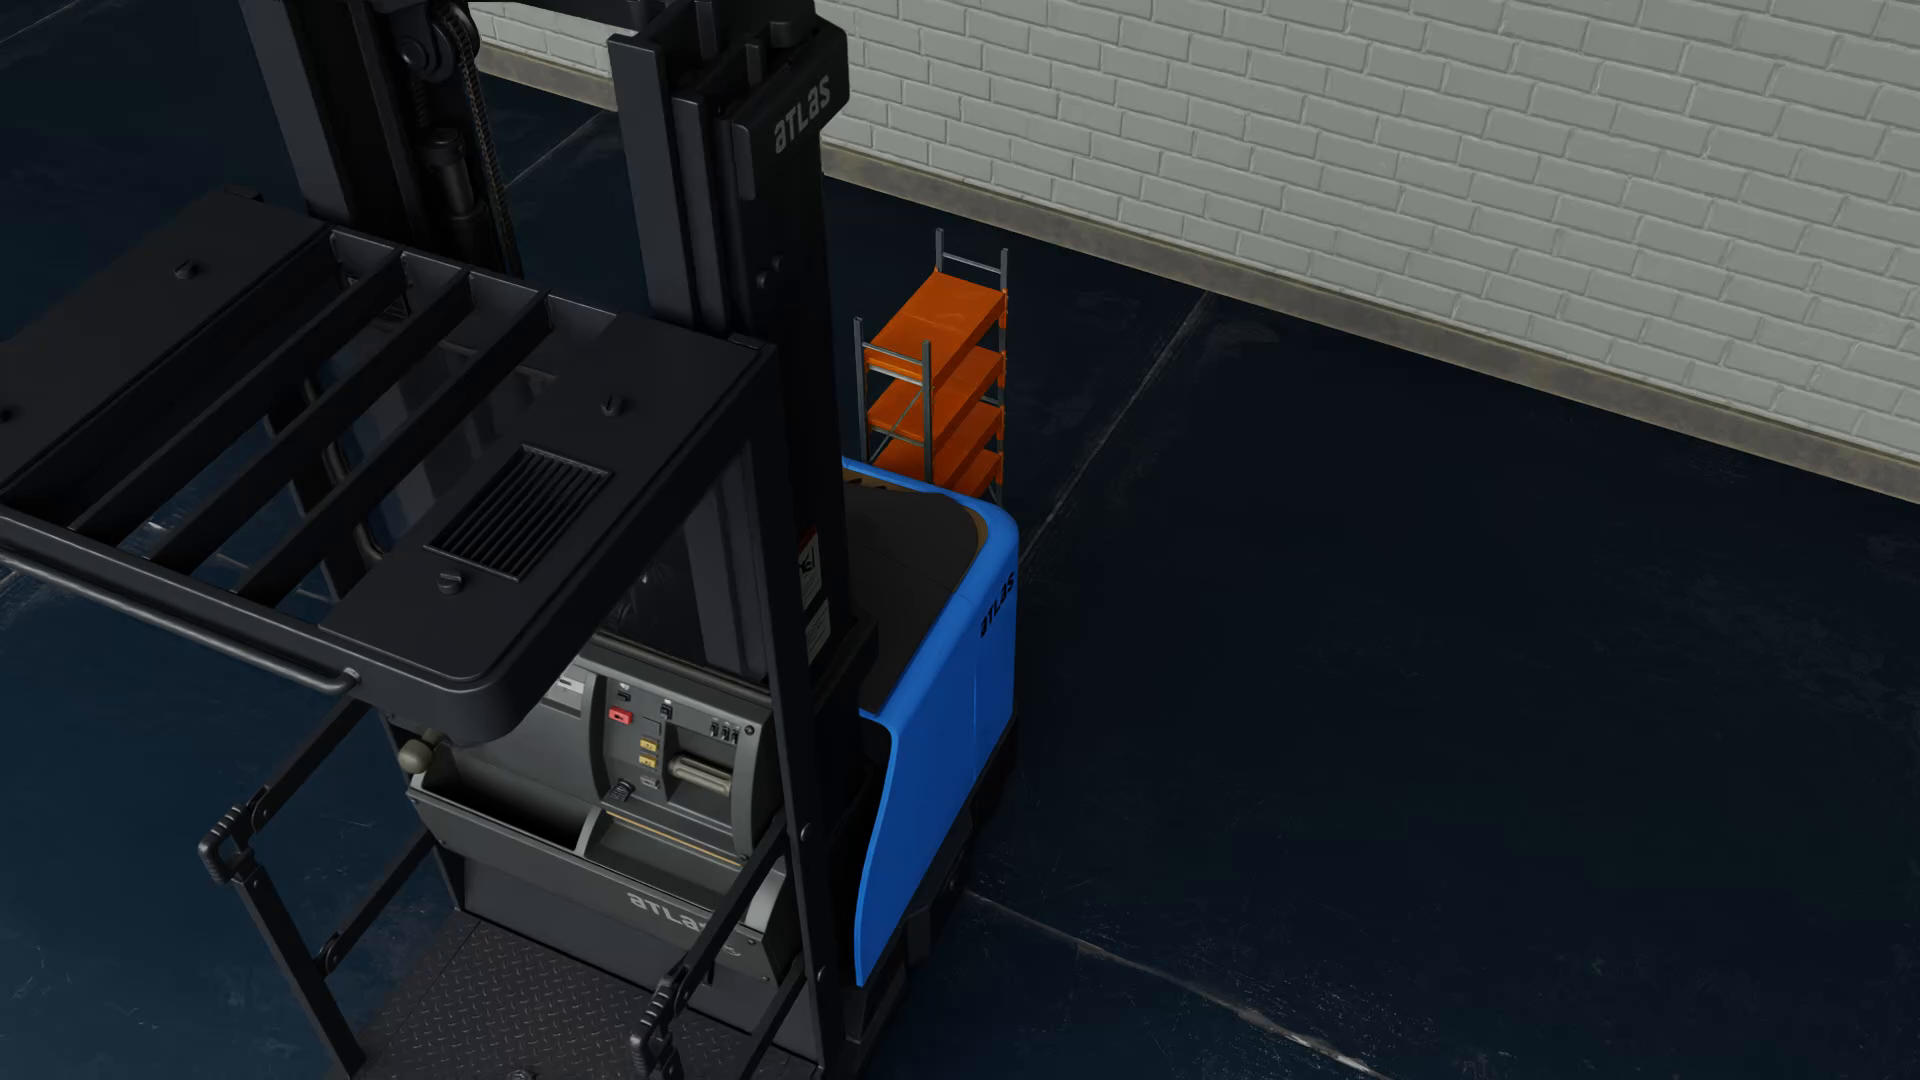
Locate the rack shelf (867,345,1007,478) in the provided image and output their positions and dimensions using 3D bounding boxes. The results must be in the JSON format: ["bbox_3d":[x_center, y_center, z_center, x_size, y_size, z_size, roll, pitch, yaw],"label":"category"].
[{"bbox_3d":[-0.077,-0.427,5.109,0.258,0.148,0.480,20,49,19],"label":"rack shelf"}]

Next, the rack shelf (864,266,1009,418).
[{"bbox_3d":[-0.077,-0.594,4.941,0.258,0.148,0.480,20,49,19],"label":"rack shelf"}]

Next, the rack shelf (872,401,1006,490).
[{"bbox_3d":[-0.077,-0.270,5.268,0.258,0.148,0.480,20,49,19],"label":"rack shelf"}]

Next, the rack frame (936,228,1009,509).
[{"bbox_3d":[0.036,-0.471,5.372,0.240,1.200,0.015,20,49,19],"label":"rack frame"}]

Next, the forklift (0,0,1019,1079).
[{"bbox_3d":[-0.899,0.462,3.232,1.130,2.935,3.031,18,48,17],"label":"forklift"}]

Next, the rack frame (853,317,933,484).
[{"bbox_3d":[-0.190,-0.164,5.068,0.240,1.200,0.015,20,49,19],"label":"rack frame"}]

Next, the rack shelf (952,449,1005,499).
[{"bbox_3d":[-0.077,-0.131,5.409,0.258,0.148,0.480,20,49,19],"label":"rack shelf"}]

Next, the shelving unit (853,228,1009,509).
[{"bbox_3d":[-0.077,-0.317,5.220,0.258,1.200,0.503,20,49,19],"label":"shelving unit"}]
